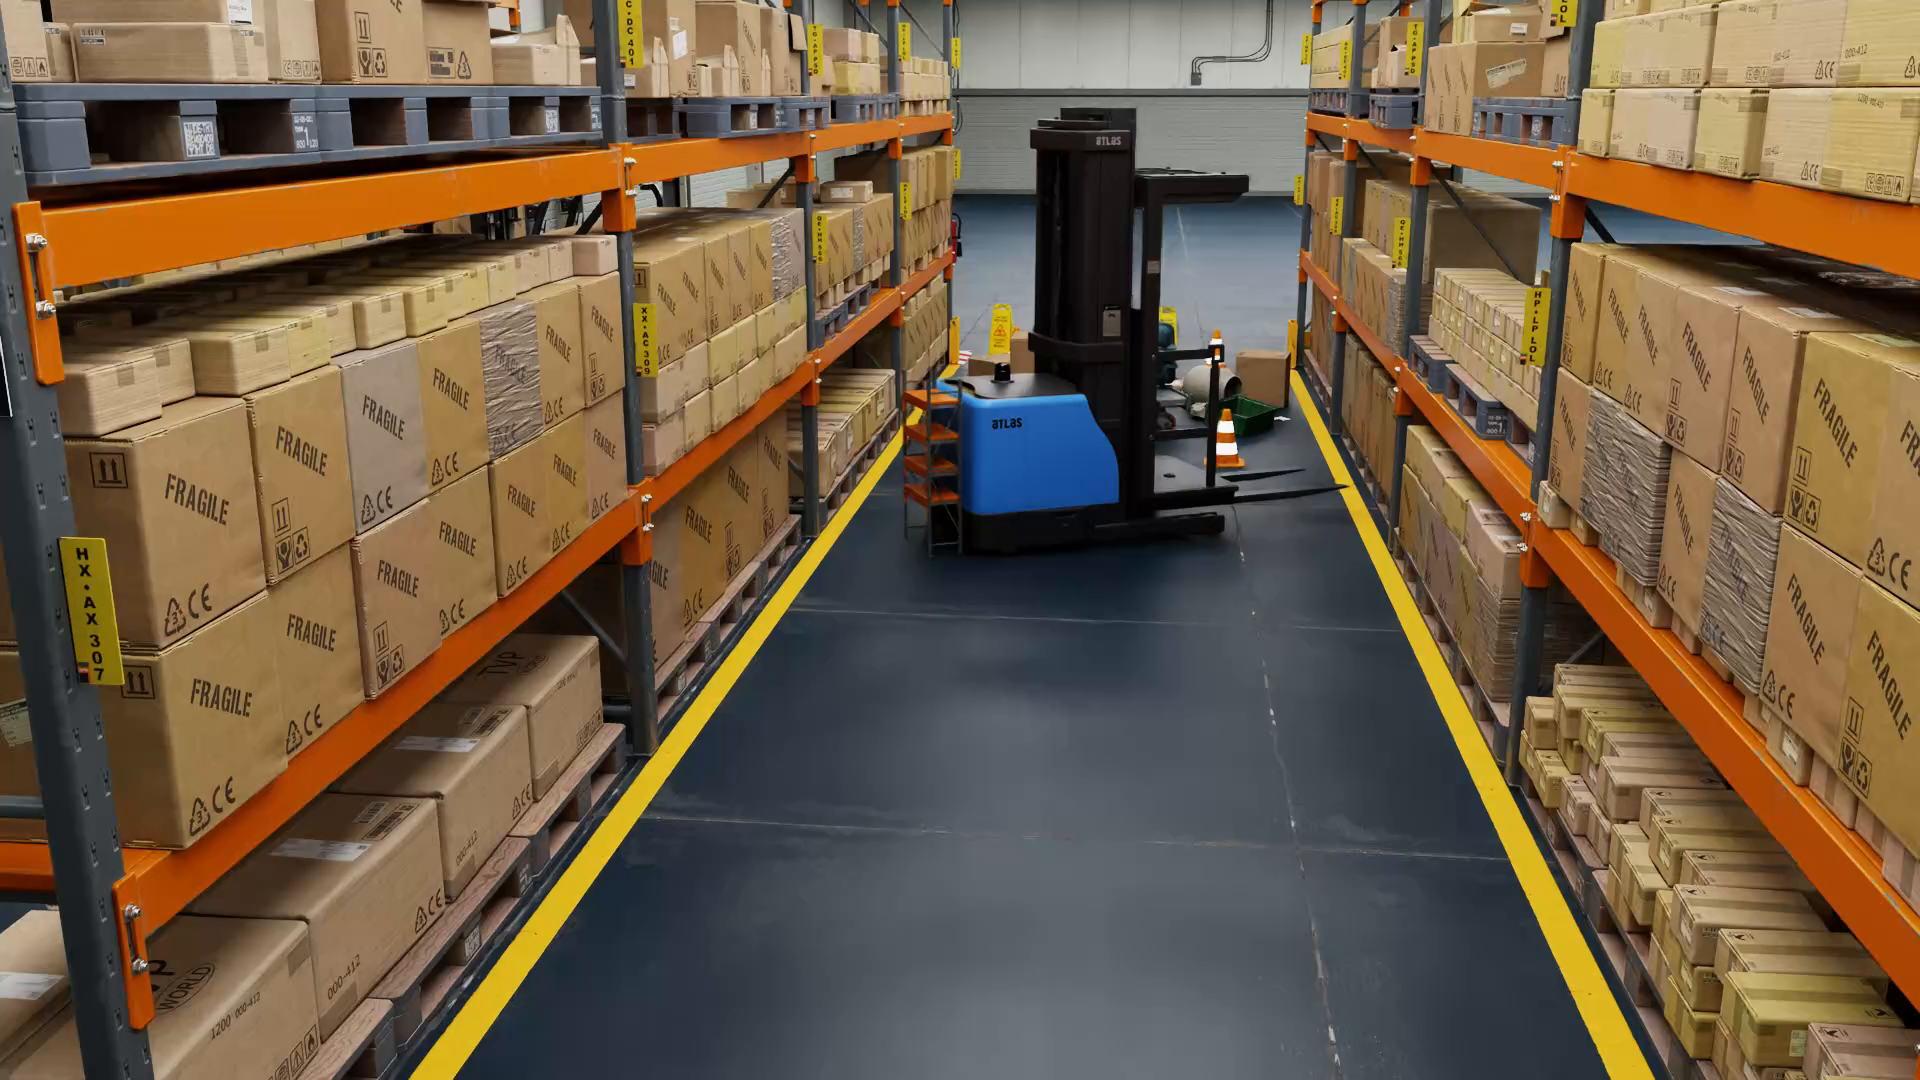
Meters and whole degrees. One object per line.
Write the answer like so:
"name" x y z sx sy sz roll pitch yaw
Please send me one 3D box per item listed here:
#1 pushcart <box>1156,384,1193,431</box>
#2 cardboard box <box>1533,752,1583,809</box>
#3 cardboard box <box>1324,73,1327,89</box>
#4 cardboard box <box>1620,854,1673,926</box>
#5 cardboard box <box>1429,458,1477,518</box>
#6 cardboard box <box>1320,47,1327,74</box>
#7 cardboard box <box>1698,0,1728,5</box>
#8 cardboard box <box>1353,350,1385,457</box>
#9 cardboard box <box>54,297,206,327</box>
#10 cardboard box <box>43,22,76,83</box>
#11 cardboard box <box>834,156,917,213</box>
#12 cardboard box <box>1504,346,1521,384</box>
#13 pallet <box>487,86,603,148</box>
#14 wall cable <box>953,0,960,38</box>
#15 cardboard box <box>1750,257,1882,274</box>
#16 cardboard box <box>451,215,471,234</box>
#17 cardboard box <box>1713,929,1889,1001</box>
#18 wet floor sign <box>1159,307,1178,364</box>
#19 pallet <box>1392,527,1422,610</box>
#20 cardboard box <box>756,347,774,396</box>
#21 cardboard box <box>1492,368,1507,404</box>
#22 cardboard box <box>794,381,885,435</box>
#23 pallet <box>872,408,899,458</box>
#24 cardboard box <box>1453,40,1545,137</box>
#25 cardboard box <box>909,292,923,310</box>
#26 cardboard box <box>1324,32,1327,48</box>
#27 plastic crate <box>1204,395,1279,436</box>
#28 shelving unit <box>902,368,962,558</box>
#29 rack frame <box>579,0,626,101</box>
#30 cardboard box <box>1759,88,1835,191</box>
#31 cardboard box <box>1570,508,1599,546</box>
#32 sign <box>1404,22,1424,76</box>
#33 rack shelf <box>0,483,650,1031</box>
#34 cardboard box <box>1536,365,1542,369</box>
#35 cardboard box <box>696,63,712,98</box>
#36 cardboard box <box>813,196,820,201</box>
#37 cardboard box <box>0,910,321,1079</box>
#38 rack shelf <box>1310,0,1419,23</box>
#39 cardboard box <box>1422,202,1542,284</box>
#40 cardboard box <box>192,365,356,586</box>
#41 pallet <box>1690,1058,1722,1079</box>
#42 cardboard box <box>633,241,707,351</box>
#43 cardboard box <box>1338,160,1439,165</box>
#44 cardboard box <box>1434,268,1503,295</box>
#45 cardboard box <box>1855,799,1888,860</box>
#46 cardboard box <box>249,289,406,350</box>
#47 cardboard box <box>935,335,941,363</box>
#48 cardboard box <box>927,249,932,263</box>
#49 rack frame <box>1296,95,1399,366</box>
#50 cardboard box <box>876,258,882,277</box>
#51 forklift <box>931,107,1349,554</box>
"pushcart" 1.228 -1.201 15.380 1.648 0.377 0.936 -4 16 -13
"cardboard box" 2.593 1.001 6.870 0.380 0.149 0.250 2 15 8
"cardboard box" 3.810 -4.544 16.457 0.380 0.149 0.250 2 15 7
"cardboard box" 2.462 1.188 5.609 0.380 0.149 0.250 2 15 7
"cardboard box" 2.991 -0.291 9.538 0.500 0.250 0.500 2 15 7
"cardboard box" 3.916 -4.829 16.748 0.500 0.250 0.500 2 15 6
"cardboard box" 2.514 -1.728 5.125 0.380 0.149 0.250 2 15 9
"cardboard box" 3.793 -1.104 13.505 1.050 0.750 0.750 2 15 6
"cardboard box" -2.436 -0.617 4.849 0.380 0.149 0.250 2 15 6
"cardboard box" -2.468 -1.217 4.154 0.380 0.149 0.250 1 15 2
"cardboard box" -0.778 -3.303 15.454 0.700 0.500 0.500 2 15 6
"cardboard box" 2.918 -0.864 8.218 0.380 0.149 0.250 1 15 4
"pallet" -2.049 -1.639 6.401 1.003 0.211 1.213 2 15 6
"wall cable" 1.221 -15.811 49.167 3.097 2.526 0.112 2 15 6
"cardboard box" 3.146 -0.737 5.963 0.500 0.500 0.500 1 15 4
"cardboard box" -5.490 -3.219 17.627 0.500 0.500 0.500 2 15 7
"cardboard box" 2.421 1.253 4.799 0.380 0.149 0.250 1 15 4
"wet floor sign" 2.374 -2.368 19.183 0.267 0.644 0.232 -1 15 -3
"pallet" 3.345 0.185 10.574 1.003 0.211 1.213 2 15 6
"cardboard box" -1.409 -1.009 9.935 0.500 0.250 0.500 2 15 6
"cardboard box" 2.945 -0.786 8.499 0.380 0.149 0.250 1 15 4
"cardboard box" -1.178 -1.132 14.333 0.950 0.372 0.625 3 15 10
"pallet" -1.130 -0.973 14.855 1.003 0.211 1.213 2 15 6
"cardboard box" 3.006 -2.460 9.075 0.500 0.500 0.500 2 15 6
"cardboard box" -0.579 -2.380 16.503 0.380 0.149 0.250 2 15 8
"cardboard box" 3.839 -4.995 16.597 0.380 0.149 0.250 2 15 6
"plastic crate" 2.604 -1.155 15.465 0.450 0.188 0.662 22 25 31
"shelving unit" -0.191 -0.533 11.336 0.258 1.200 0.503 -6 16 -20
"rack frame" -1.946 -3.342 6.782 1.000 3.000 0.127 2 15 6
"cardboard box" 2.440 -1.051 4.343 0.500 0.250 0.500 2 15 9
"cardboard box" 2.671 -0.072 6.663 0.380 0.149 0.250 2 15 8
"sign" 2.885 -3.118 10.558 0.100 0.325 0.005 2 15 6
"rack shelf" -2.172 0.420 5.740 1.077 0.370 4.000 2 15 6
"cardboard box" 2.865 -0.875 7.687 0.380 0.149 0.250 1 15 5
"cardboard box" -1.456 -2.302 8.325 0.380 0.166 0.250 1 15 2
"cardboard box" -1.437 -2.672 14.233 0.500 0.500 0.500 2 15 6
"cardboard box" -2.422 1.451 4.652 0.875 0.438 0.875 1 15 4
"rack shelf" 4.112 -5.276 16.077 1.077 0.370 4.000 2 15 6
"cardboard box" 3.496 -2.011 11.245 0.700 0.500 0.500 2 15 6
"cardboard box" -2.009 -0.190 4.510 0.500 0.500 0.500 1 15 5
"pallet" 2.668 1.828 4.498 1.003 0.211 1.213 2 15 6
"cardboard box" -1.581 -1.215 8.303 0.500 0.500 0.500 2 15 6
"cardboard box" 4.106 -3.372 16.029 0.875 0.550 0.550 2 15 6
"cardboard box" 3.190 -1.617 10.433 0.380 0.149 0.250 2 15 6
"cardboard box" 2.354 0.676 3.897 0.380 0.149 0.250 2 15 6
"cardboard box" -1.921 -0.673 5.053 0.380 0.149 0.250 2 15 7
"cardboard box" -0.482 -2.082 18.078 0.500 0.250 0.500 2 15 6
"cardboard box" -0.496 -3.000 17.491 0.380 0.149 0.250 2 15 6
"rack frame" 4.338 -3.439 18.633 1.000 3.000 0.127 2 15 6
"cardboard box" -0.868 -2.325 14.190 0.380 0.149 0.250 1 15 5
"forklift" 1.336 -1.539 11.740 3.031 2.935 1.130 -6 16 -20
